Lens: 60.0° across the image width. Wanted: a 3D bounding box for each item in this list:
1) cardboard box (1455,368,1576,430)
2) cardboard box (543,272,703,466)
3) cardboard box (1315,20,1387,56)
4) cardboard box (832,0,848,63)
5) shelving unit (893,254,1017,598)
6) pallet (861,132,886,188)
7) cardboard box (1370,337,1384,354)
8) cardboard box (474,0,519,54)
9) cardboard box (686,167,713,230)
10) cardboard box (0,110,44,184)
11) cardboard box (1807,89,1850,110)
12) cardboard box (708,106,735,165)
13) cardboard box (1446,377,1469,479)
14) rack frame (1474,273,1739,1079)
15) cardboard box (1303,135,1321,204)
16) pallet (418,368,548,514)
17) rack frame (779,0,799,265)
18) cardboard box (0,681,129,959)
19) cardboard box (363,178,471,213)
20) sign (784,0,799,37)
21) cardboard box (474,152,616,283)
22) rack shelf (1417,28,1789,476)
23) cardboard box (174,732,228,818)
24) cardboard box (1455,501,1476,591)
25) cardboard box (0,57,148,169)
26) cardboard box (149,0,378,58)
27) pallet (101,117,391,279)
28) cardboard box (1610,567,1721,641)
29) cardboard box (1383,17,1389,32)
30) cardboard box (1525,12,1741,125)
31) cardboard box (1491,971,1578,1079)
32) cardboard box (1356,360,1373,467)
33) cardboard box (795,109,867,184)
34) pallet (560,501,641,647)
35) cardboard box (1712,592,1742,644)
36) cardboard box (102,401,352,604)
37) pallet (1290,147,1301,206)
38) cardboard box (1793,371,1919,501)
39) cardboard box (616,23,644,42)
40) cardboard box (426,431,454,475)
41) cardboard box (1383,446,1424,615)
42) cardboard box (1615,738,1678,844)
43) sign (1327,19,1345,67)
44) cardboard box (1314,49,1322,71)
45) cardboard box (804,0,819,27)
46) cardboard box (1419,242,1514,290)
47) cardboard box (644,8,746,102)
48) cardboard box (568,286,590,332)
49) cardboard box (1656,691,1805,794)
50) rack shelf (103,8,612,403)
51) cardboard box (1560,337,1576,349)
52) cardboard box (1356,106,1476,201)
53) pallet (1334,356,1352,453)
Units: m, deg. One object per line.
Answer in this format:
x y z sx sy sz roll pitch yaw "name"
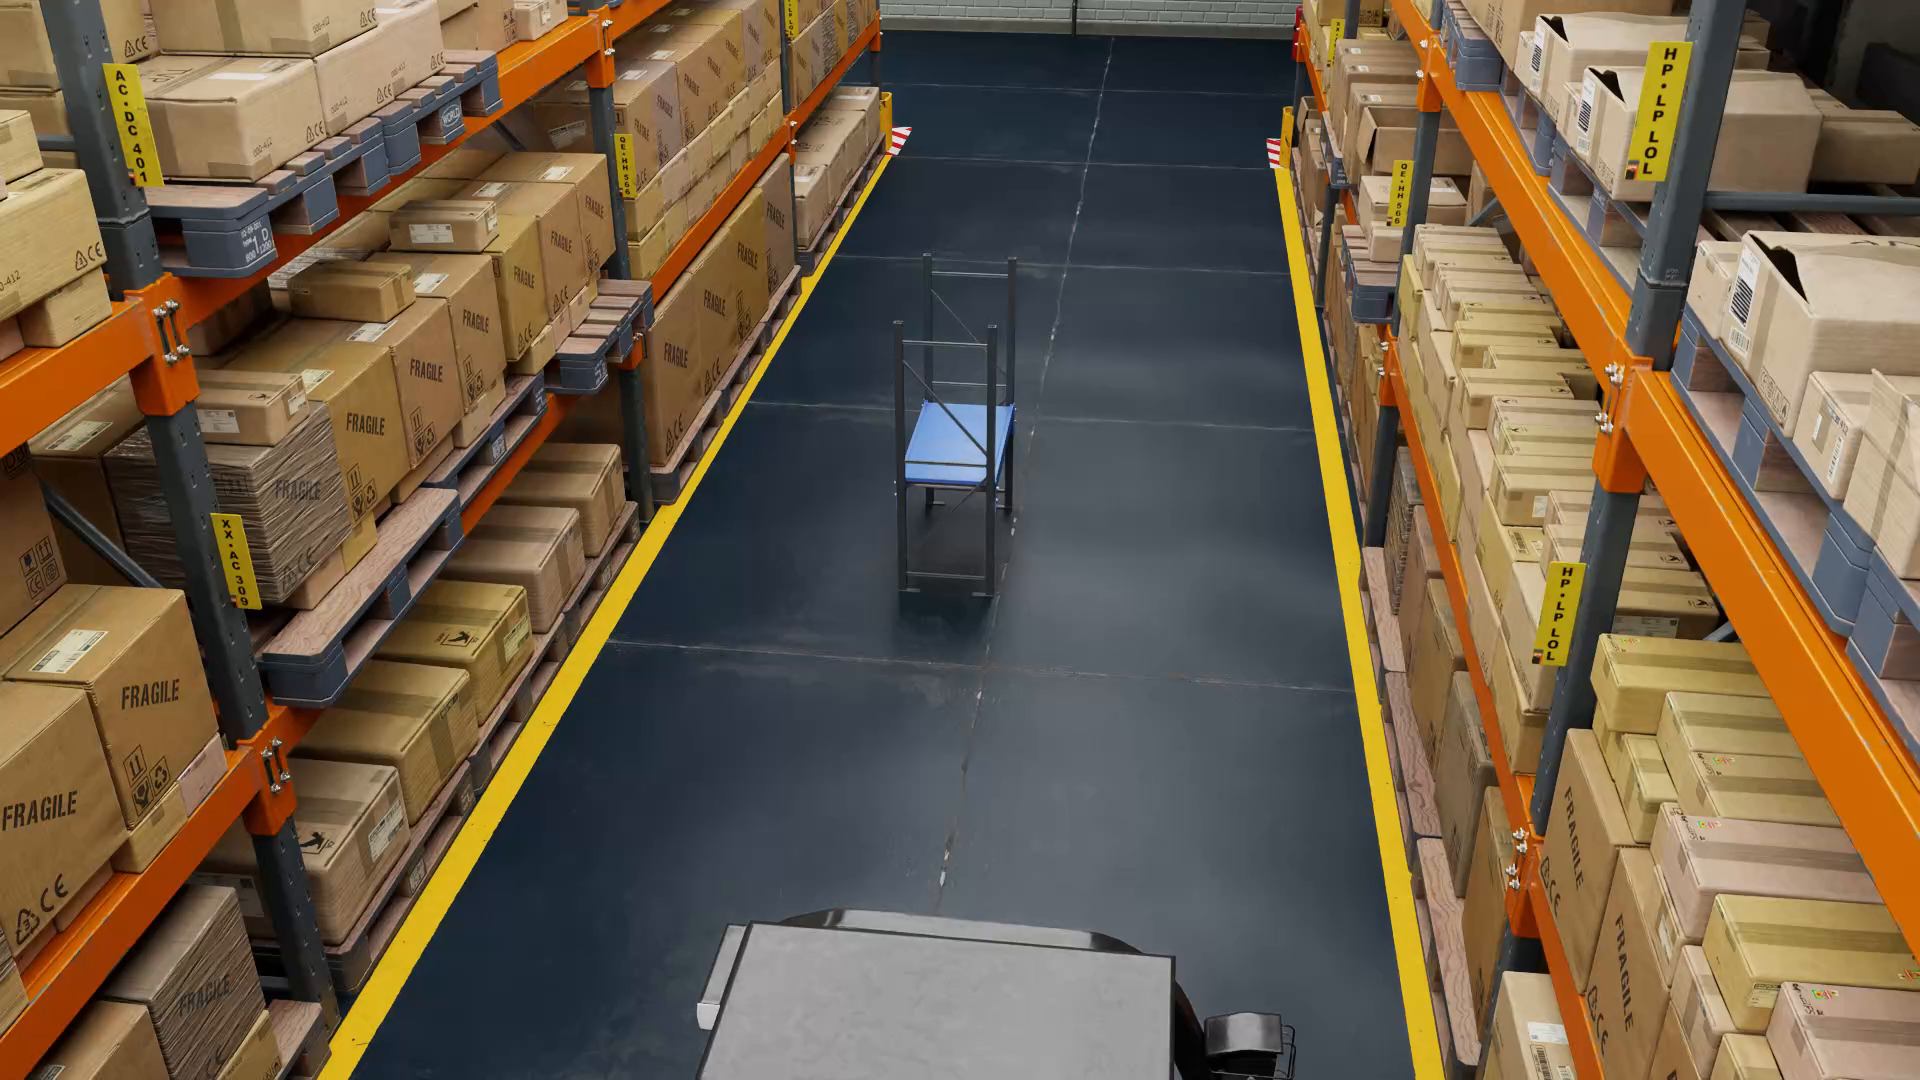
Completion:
2.091 -0.529 6.280 0.380 0.149 0.250 3 28 5 "cardboard box"
-2.082 -1.033 9.801 0.875 0.875 0.875 3 28 6 "cardboard box"
3.173 -4.091 13.525 0.500 0.250 0.500 3 28 5 "cardboard box"
-1.246 -4.308 13.979 0.500 0.500 0.500 4 29 8 "cardboard box"
-0.010 -0.620 8.820 0.538 1.500 1.048 3 28 6 "shelving unit"
-1.290 -3.620 15.747 1.003 0.211 1.213 3 28 6 "pallet"
2.565 -1.045 9.536 0.380 0.149 0.250 2 28 5 "cardboard box"
-2.376 -2.382 7.240 0.700 0.500 0.500 3 28 6 "cardboard box"
-1.824 -2.102 10.147 0.500 0.250 0.500 4 29 8 "cardboard box"
-2.562 -0.979 4.166 0.380 0.149 0.250 4 29 7 "cardboard box"
2.398 -1.245 4.953 0.380 0.149 0.250 3 28 6 "cardboard box"
-1.729 -2.556 10.463 0.500 0.250 0.500 4 29 7 "cardboard box"
2.198 -0.413 6.484 0.500 0.250 0.500 4 29 7 "cardboard box"
2.187 0.707 4.775 1.000 3.000 0.127 3 28 6 "rack frame"
3.181 -3.101 14.035 0.500 0.500 0.500 4 29 7 "cardboard box"
-2.451 -0.444 7.114 1.003 0.211 1.213 3 28 6 "pallet"
-1.759 -3.346 12.297 1.000 3.000 0.127 3 28 6 "rack frame"
-2.604 0.711 4.348 0.500 0.500 0.500 4 29 8 "cardboard box"
-2.591 -1.379 7.784 0.500 0.500 0.500 5 29 9 "cardboard box"
-1.220 -3.794 11.992 0.100 0.325 0.005 3 28 6 "sign"
-2.029 -1.592 8.181 0.500 0.500 0.500 3 28 5 "cardboard box"
2.432 -1.238 5.982 1.077 0.370 4.000 3 28 6 "rack shelf"
-2.476 0.700 5.053 0.380 0.149 0.250 3 28 6 "cardboard box"
2.137 0.052 6.150 0.500 0.250 0.500 4 29 7 "cardboard box"
-2.812 -1.303 5.058 0.500 0.250 0.500 3 28 5 "cardboard box"
-2.219 -1.726 5.317 0.500 0.250 0.500 3 28 5 "cardboard box"
-2.558 -1.102 5.169 1.213 0.211 1.003 3 28 6 "pallet"
2.009 0.204 4.920 0.380 0.149 0.250 4 29 8 "cardboard box"
3.670 -4.053 13.455 0.500 0.250 0.500 3 28 6 "cardboard box"
2.128 -1.520 5.291 0.500 0.311 0.500 2 28 4 "cardboard box"
1.816 1.502 4.702 0.500 0.250 0.500 3 28 5 "cardboard box"
2.587 -0.707 9.592 0.500 0.500 0.500 3 28 5 "cardboard box"
-1.355 -3.538 14.912 0.875 0.438 0.875 4 29 8 "cardboard box"
-2.347 0.133 8.781 1.003 0.211 1.213 3 28 6 "pallet"
2.443 0.224 4.882 0.380 0.149 0.250 3 28 5 "cardboard box"
-2.398 -0.144 5.492 0.500 0.500 0.500 4 29 7 "cardboard box"
3.551 -3.303 15.159 1.003 0.211 1.213 3 28 6 "pallet"
1.737 -0.177 2.969 0.380 0.149 0.250 4 29 8 "cardboard box"
-2.254 -2.919 10.345 0.500 0.500 0.500 3 28 5 "cardboard box"
-2.255 -0.386 6.626 0.380 0.149 0.250 4 29 7 "cardboard box"
2.587 -0.023 8.190 0.875 0.625 0.625 4 29 8 "cardboard box"
1.857 0.634 4.121 0.380 0.149 0.250 4 29 7 "cardboard box"
2.628 -3.468 11.612 0.100 0.325 0.005 3 28 6 "sign"
3.126 -3.964 13.710 0.380 0.149 0.250 4 29 7 "cardboard box"
-1.393 -4.277 12.867 0.500 0.500 0.500 3 28 6 "cardboard box"
2.314 -1.247 7.613 0.380 0.149 0.250 4 29 7 "cardboard box"
-1.703 -3.123 10.725 0.500 0.500 0.500 4 29 8 "cardboard box"
-2.004 -1.117 7.984 0.380 0.149 0.250 3 28 6 "cardboard box"
1.929 0.509 4.041 0.380 0.149 0.250 4 29 7 "cardboard box"
-2.495 -1.525 6.514 1.077 0.370 4.000 3 28 6 "rack shelf"
2.773 -0.626 6.881 0.500 0.250 0.500 3 28 6 "cardboard box"
2.694 -2.185 9.592 0.797 0.503 0.637 3 28 5 "cardboard box"
2.958 -0.870 10.643 1.003 0.211 1.213 3 28 6 "pallet"
